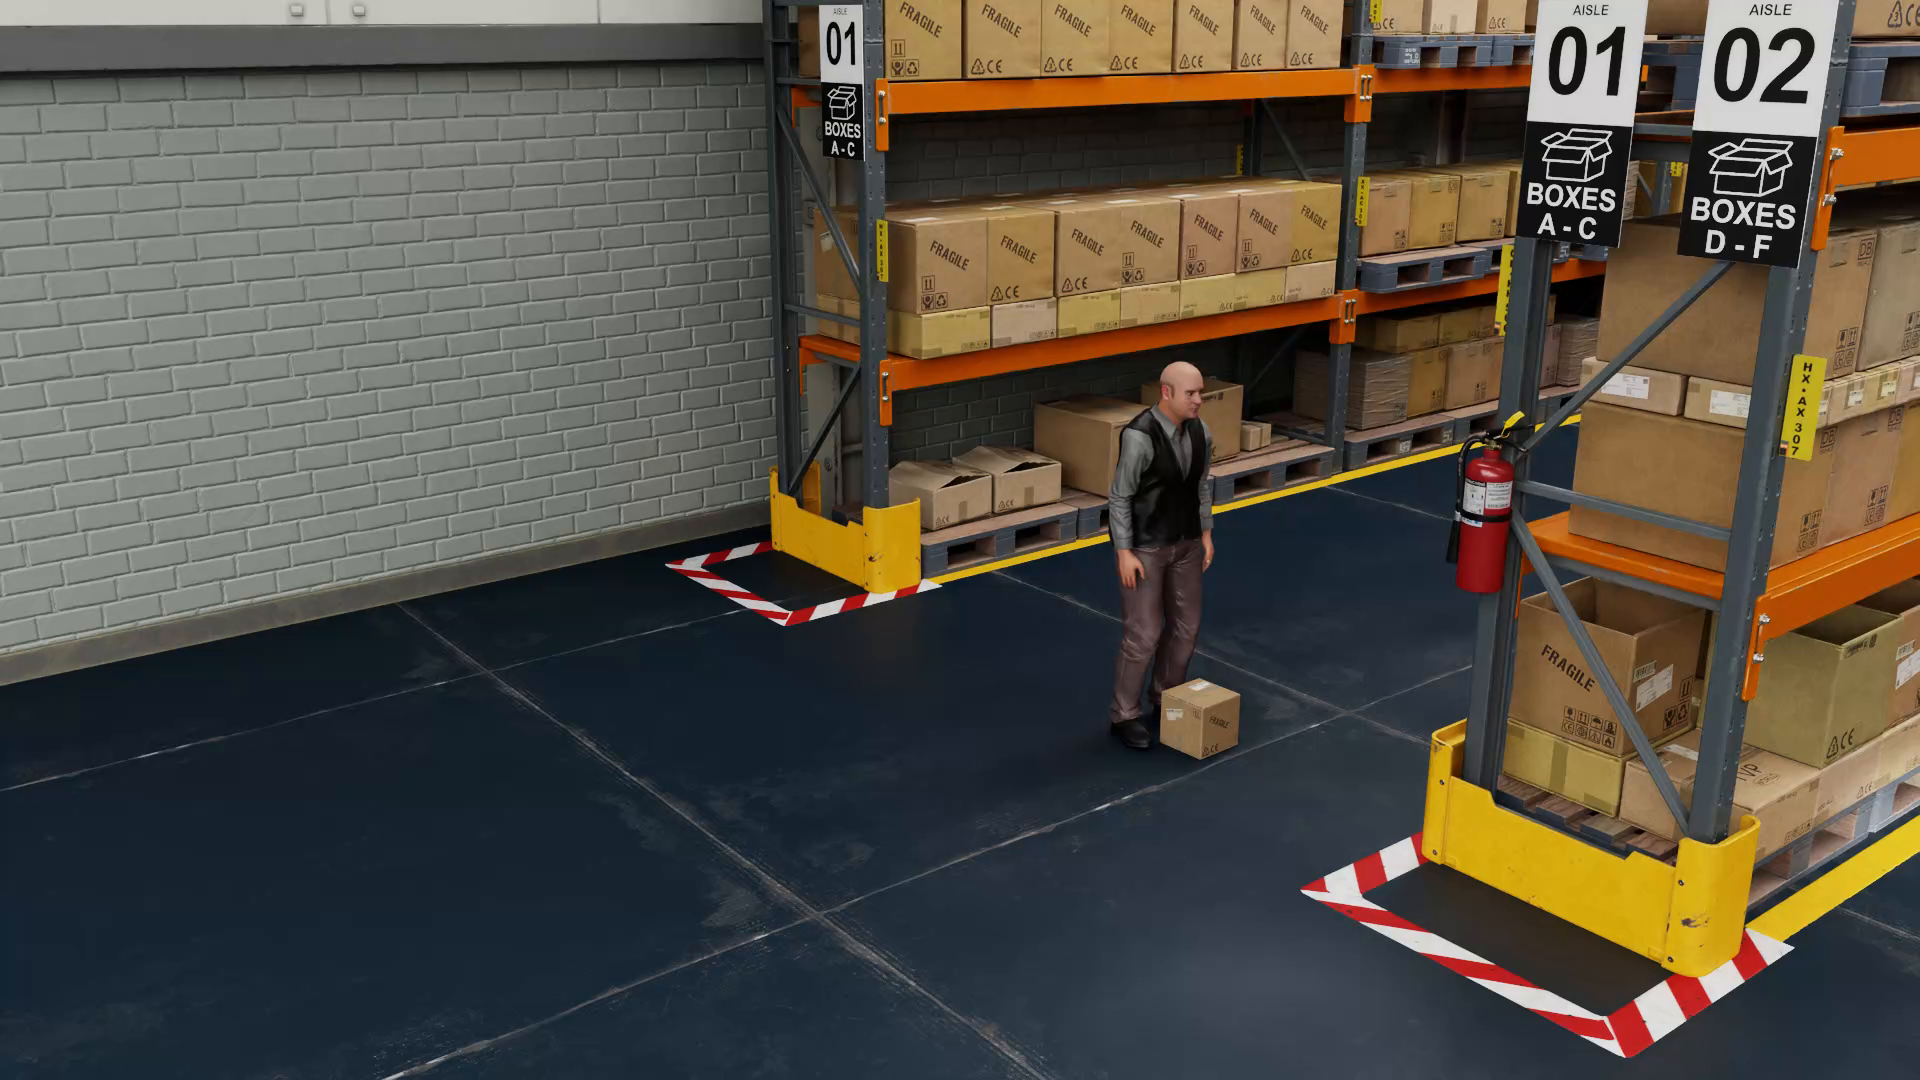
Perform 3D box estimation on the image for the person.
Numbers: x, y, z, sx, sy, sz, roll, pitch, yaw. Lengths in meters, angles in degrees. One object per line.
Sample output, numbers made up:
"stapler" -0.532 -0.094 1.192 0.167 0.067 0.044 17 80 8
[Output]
"person" 0.895 0.038 7.468 0.581 1.721 0.420 -13 22 -36
